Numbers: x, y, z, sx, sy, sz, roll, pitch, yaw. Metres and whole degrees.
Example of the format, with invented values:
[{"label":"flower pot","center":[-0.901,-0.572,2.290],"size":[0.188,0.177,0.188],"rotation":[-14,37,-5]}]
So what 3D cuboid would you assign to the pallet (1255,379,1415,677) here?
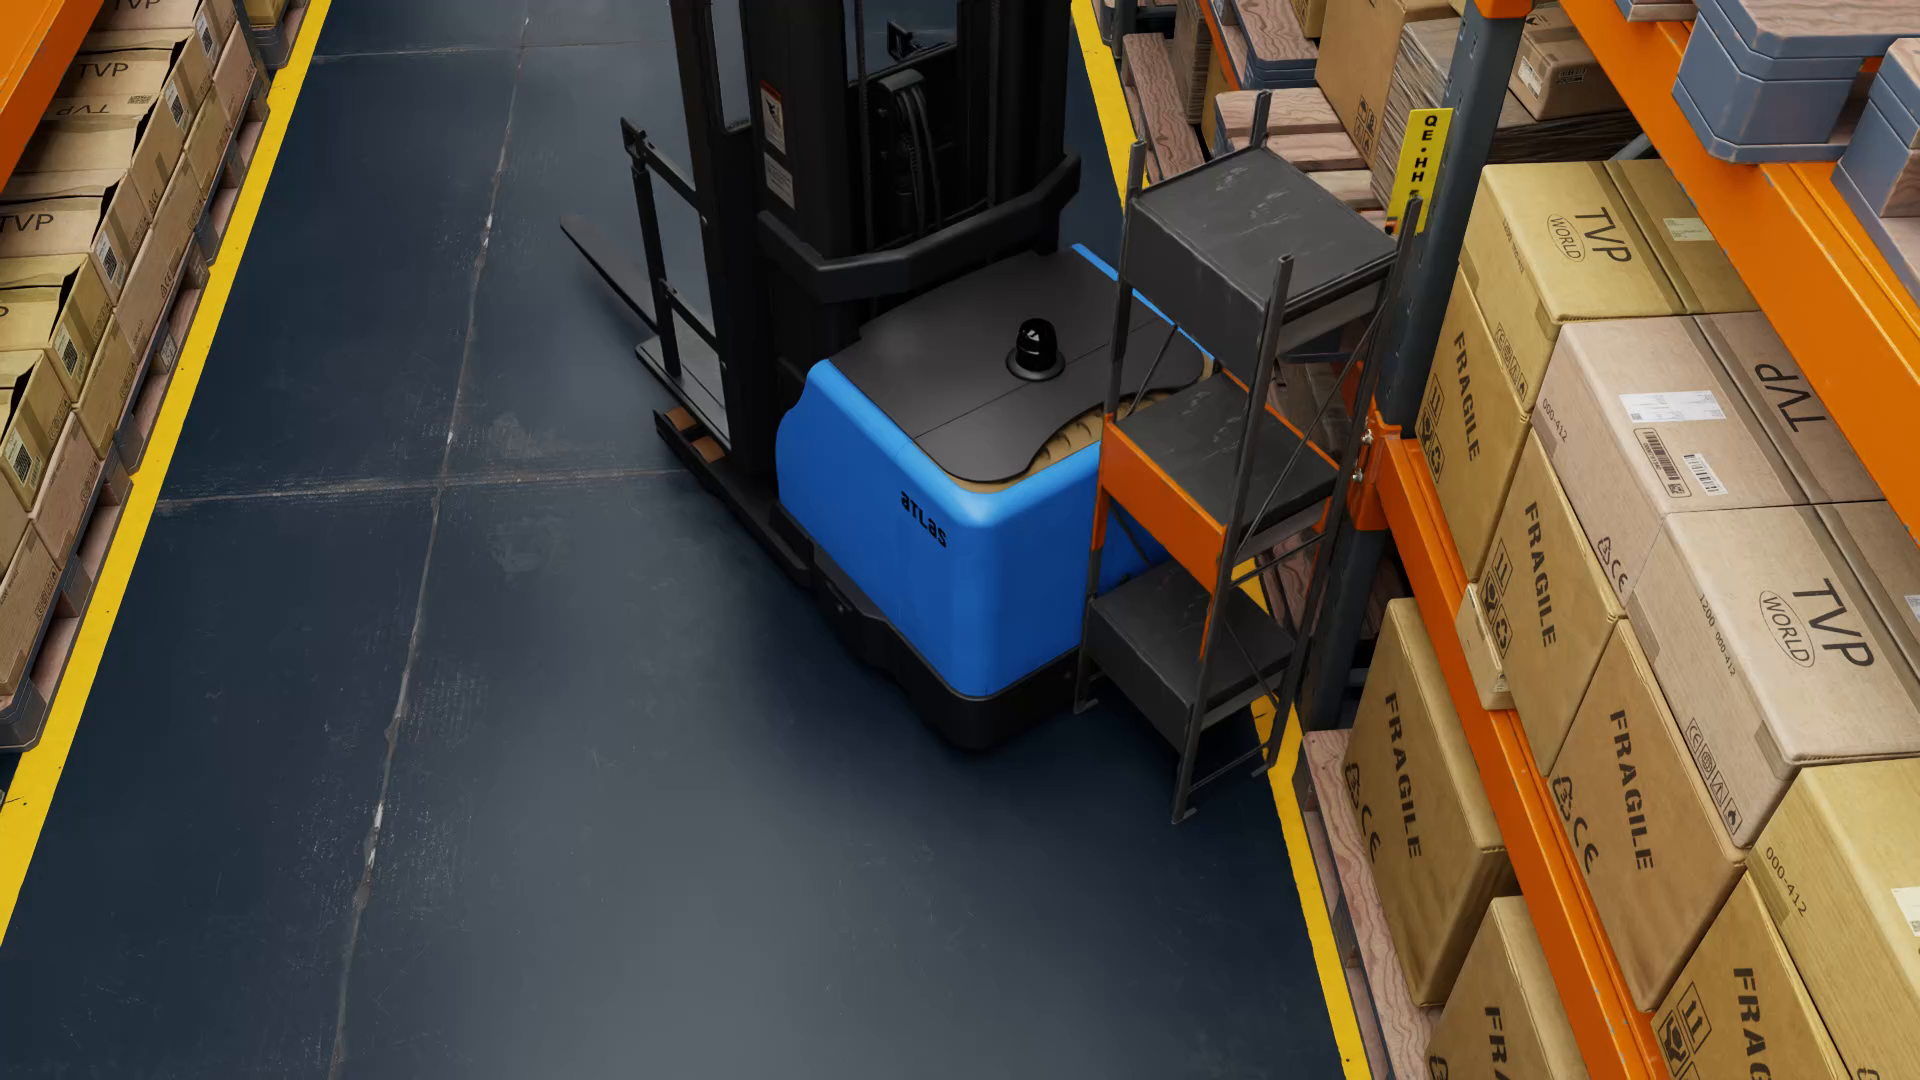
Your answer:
[{"label":"pallet","center":[1.501,-0.096,5.695],"size":[1.003,0.211,1.213],"rotation":[-3,47,-3]}]

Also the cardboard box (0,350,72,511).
[{"label":"cardboard box","center":[-3.174,-0.353,5.237],"size":[0.500,0.311,0.500],"rotation":[-5,47,-4]}]

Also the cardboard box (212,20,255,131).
[{"label":"cardboard box","center":[-3.382,-1.996,7.179],"size":[0.500,0.250,0.500],"rotation":[-4,47,-4]}]

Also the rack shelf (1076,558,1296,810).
[{"label":"rack shelf","center":[0.665,0.389,4.911],"size":[0.431,0.518,0.480],"rotation":[-26,53,-23]}]

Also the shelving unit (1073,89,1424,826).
[{"label":"shelving unit","center":[0.673,-0.093,4.385],"size":[0.431,2.100,0.503],"rotation":[-26,53,-23]}]

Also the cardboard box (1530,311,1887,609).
[{"label":"cardboard box","center":[1.392,-0.158,3.029],"size":[0.500,0.250,0.500],"rotation":[-4,47,-4]}]

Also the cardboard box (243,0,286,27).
[{"label":"cardboard box","center":[-3.442,-2.632,7.782],"size":[0.500,0.250,0.500],"rotation":[-3,47,-3]}]

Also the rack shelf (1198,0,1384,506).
[{"label":"rack shelf","center":[1.398,-1.689,5.779],"size":[1.077,0.370,4.000],"rotation":[-3,47,-3]}]

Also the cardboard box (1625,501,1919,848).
[{"label":"cardboard box","center":[1.438,0.204,2.687],"size":[0.500,0.250,0.500],"rotation":[-3,47,-3]}]

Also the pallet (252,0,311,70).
[{"label":"pallet","center":[-3.731,-2.699,8.160],"size":[1.003,0.211,1.213],"rotation":[-3,47,-3]}]

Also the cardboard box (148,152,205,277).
[{"label":"cardboard box","center":[-3.298,-1.260,6.482],"size":[0.500,0.250,0.500],"rotation":[-3,47,-2]}]

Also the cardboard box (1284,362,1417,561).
[{"label":"cardboard box","center":[1.453,-0.299,5.386],"size":[0.700,0.500,0.500],"rotation":[-3,47,-3]}]

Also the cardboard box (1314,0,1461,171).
[{"label":"cardboard box","center":[1.442,-1.417,4.654],"size":[0.700,0.500,0.500],"rotation":[-7,47,-7]}]

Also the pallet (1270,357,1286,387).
[{"label":"pallet","center":[1.402,-0.976,6.529],"size":[1.003,0.211,1.213],"rotation":[-3,47,-3]}]

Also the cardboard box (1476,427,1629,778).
[{"label":"cardboard box","center":[1.385,0.114,3.289],"size":[0.500,0.500,0.500],"rotation":[-2,47,-2]}]

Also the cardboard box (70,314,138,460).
[{"label":"cardboard box","center":[-3.215,-0.520,5.782],"size":[0.500,0.250,0.500],"rotation":[-5,47,-4]}]

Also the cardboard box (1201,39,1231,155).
[{"label":"cardboard box","center":[1.402,-1.773,6.781],"size":[0.700,0.500,0.500],"rotation":[-4,47,-4]}]

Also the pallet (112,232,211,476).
[{"label":"pallet","center":[-3.500,-0.705,6.272],"size":[1.003,0.211,1.213],"rotation":[-3,47,-3]}]

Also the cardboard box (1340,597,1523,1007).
[{"label":"cardboard box","center":[1.496,0.646,4.264],"size":[0.750,0.750,0.750],"rotation":[-4,47,-4]}]

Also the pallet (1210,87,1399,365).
[{"label":"pallet","center":[1.399,-0.932,4.699],"size":[1.213,0.211,1.003],"rotation":[-3,47,-3]}]

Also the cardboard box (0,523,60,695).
[{"label":"cardboard box","center":[-3.122,0.219,5.081],"size":[0.500,0.250,0.500],"rotation":[-4,47,-3]}]

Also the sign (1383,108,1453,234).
[{"label":"sign","center":[1.025,-0.820,3.718],"size":[0.100,0.325,0.005],"rotation":[-3,47,-3]}]

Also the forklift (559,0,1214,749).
[{"label":"forklift","center":[-0.445,-1.404,5.061],"size":[1.130,2.935,3.031],"rotation":[-28,53,-24]}]

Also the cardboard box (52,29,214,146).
[{"label":"cardboard box","center":[-3.336,-1.820,6.626],"size":[0.500,0.311,0.500],"rotation":[-2,47,-2]}]

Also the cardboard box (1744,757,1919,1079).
[{"label":"cardboard box","center":[1.487,0.573,2.338],"size":[0.500,0.250,0.500],"rotation":[-4,47,-4]}]

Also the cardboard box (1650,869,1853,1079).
[{"label":"cardboard box","center":[1.477,0.849,2.592],"size":[0.500,0.500,0.500],"rotation":[-2,47,-2]}]

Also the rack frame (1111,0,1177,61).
[{"label":"rack frame","center":[1.230,-3.383,6.888],"size":[1.000,3.000,0.127],"rotation":[-3,47,-3]}]

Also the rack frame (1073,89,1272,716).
[{"label":"rack frame","center":[0.537,-0.243,4.521],"size":[0.400,2.100,0.015],"rotation":[-26,53,-23]}]

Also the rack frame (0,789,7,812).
[{"label":"rack frame","center":[-3.371,-0.185,3.860],"size":[1.000,3.000,0.127],"rotation":[-3,47,-3]}]

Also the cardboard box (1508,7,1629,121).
[{"label":"cardboard box","center":[1.506,-1.146,3.950],"size":[0.380,0.149,0.250],"rotation":[-9,47,-8]}]

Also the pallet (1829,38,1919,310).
[{"label":"pallet","center":[1.768,-0.184,1.923],"size":[1.003,0.211,1.213],"rotation":[-2,47,-1]}]

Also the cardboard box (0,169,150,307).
[{"label":"cardboard box","center":[-3.258,-1.095,5.939],"size":[0.500,0.311,0.500],"rotation":[-4,47,-4]}]
